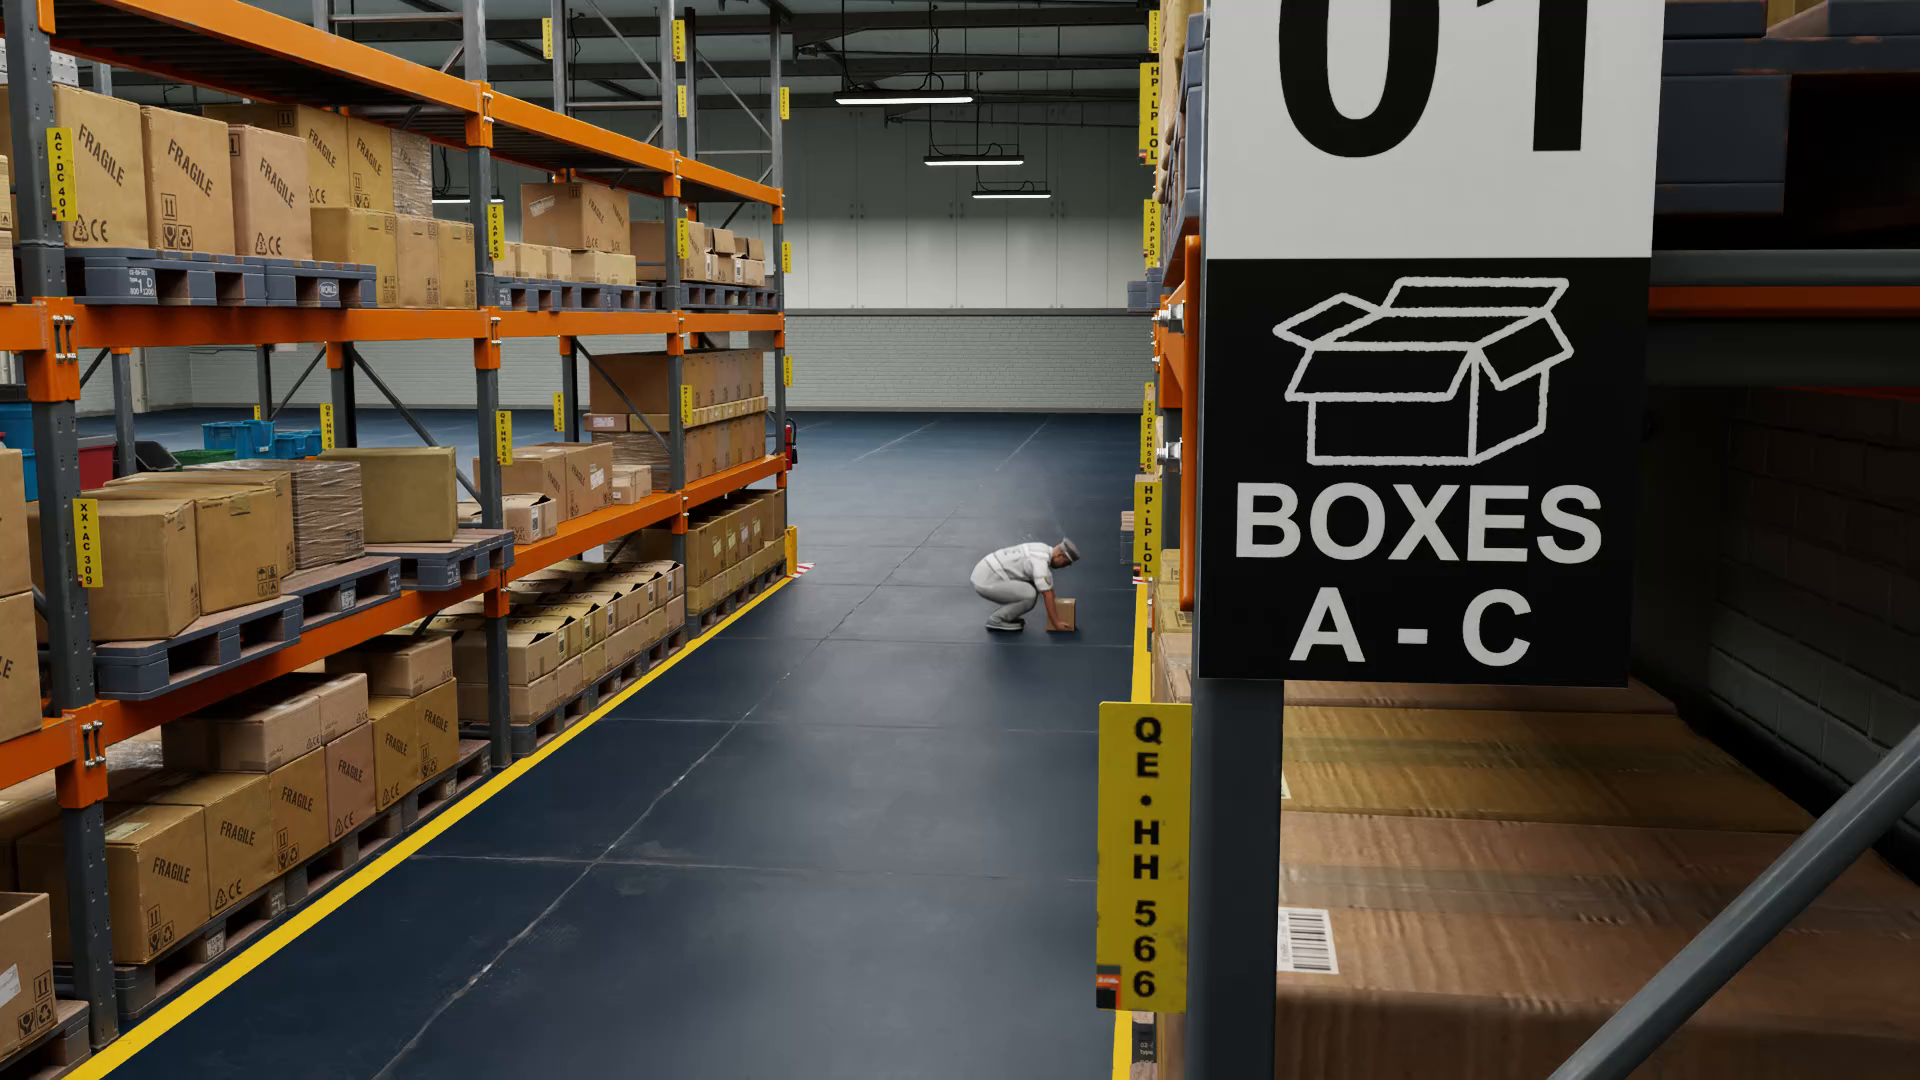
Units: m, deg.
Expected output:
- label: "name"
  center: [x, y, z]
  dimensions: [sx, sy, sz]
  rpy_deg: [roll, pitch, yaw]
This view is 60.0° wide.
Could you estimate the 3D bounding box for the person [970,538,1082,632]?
- label: "person"
  center: [0.594, 0.424, 14.932]
  dimensions: [0.995, 0.891, 0.540]
  rpy_deg: [1, 8, 5]
